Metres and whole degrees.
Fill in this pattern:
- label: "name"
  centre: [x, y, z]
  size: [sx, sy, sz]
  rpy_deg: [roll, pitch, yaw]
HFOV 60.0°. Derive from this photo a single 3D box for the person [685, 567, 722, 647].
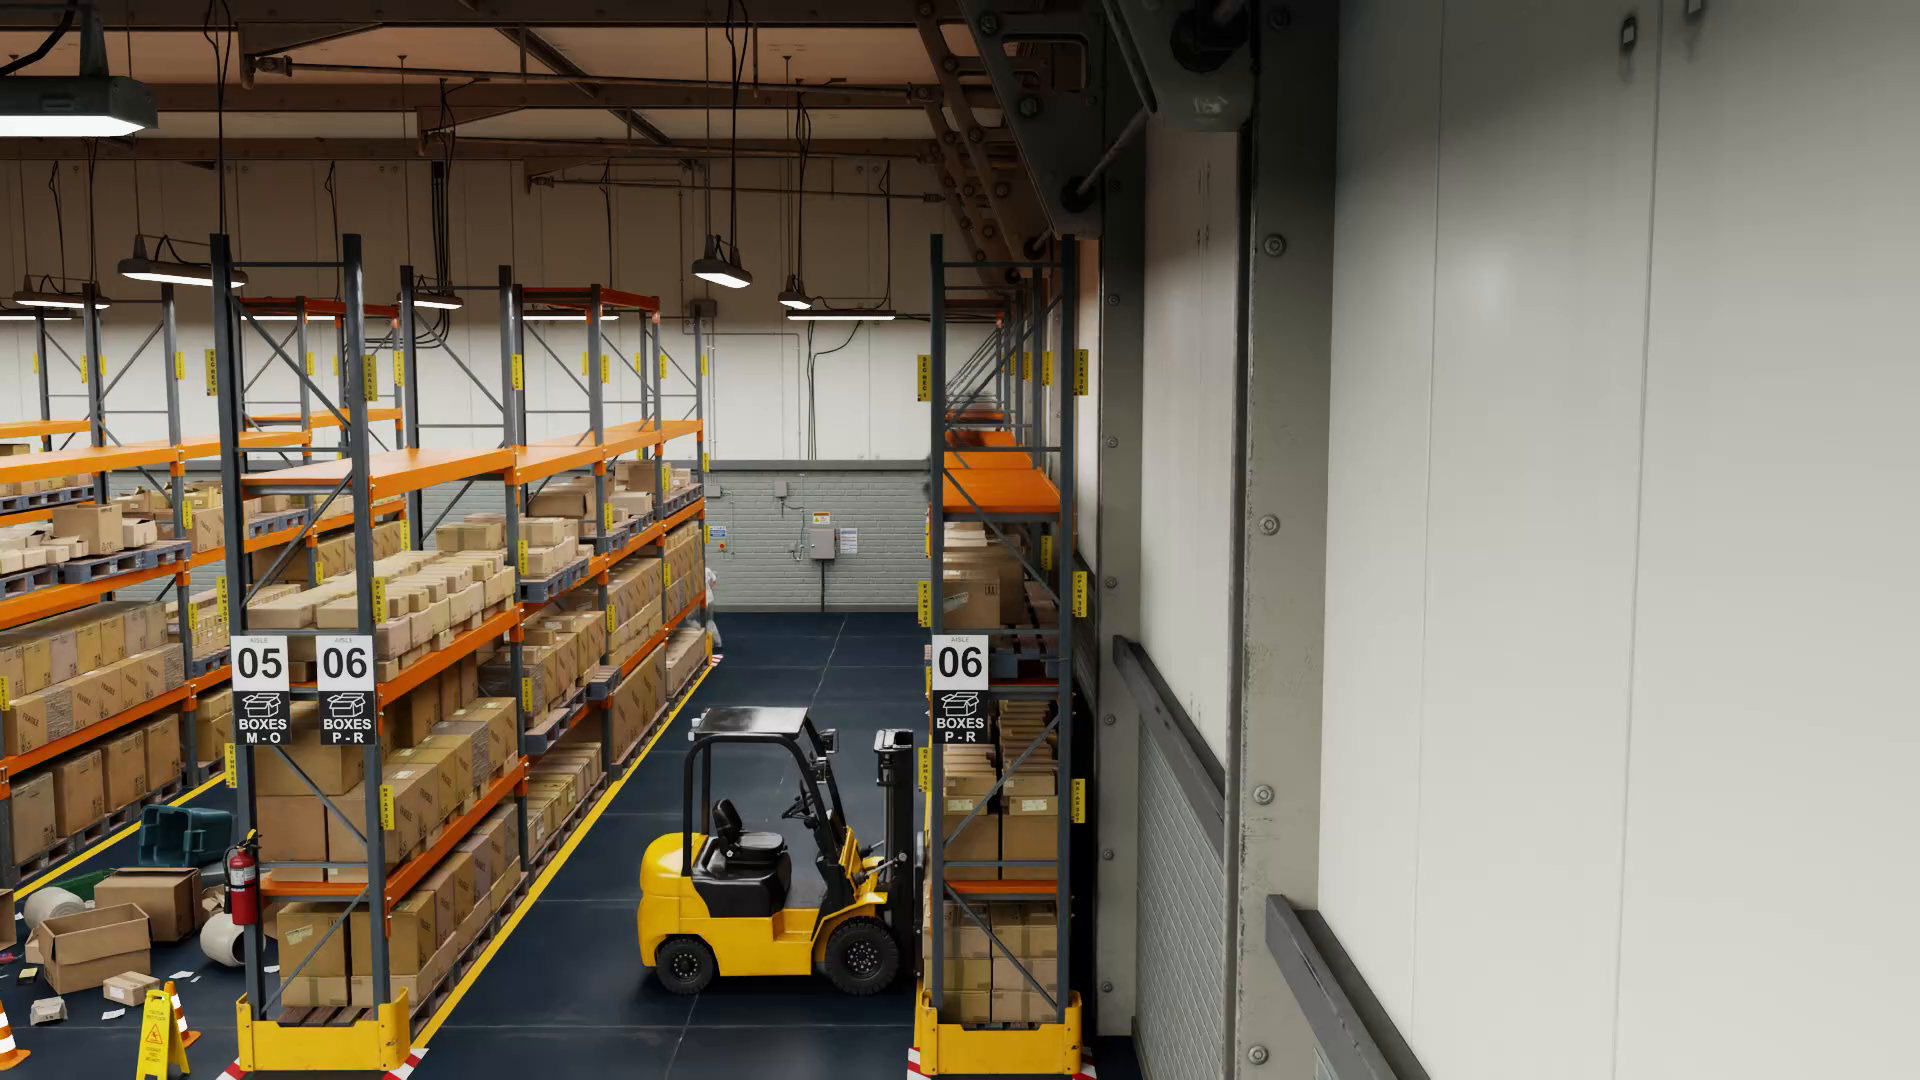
- label: "person"
  centre: [-4.604, 1.083, 29.289]
  size: [0.607, 1.731, 0.722]
  rpy_deg: [5, 8, 38]
